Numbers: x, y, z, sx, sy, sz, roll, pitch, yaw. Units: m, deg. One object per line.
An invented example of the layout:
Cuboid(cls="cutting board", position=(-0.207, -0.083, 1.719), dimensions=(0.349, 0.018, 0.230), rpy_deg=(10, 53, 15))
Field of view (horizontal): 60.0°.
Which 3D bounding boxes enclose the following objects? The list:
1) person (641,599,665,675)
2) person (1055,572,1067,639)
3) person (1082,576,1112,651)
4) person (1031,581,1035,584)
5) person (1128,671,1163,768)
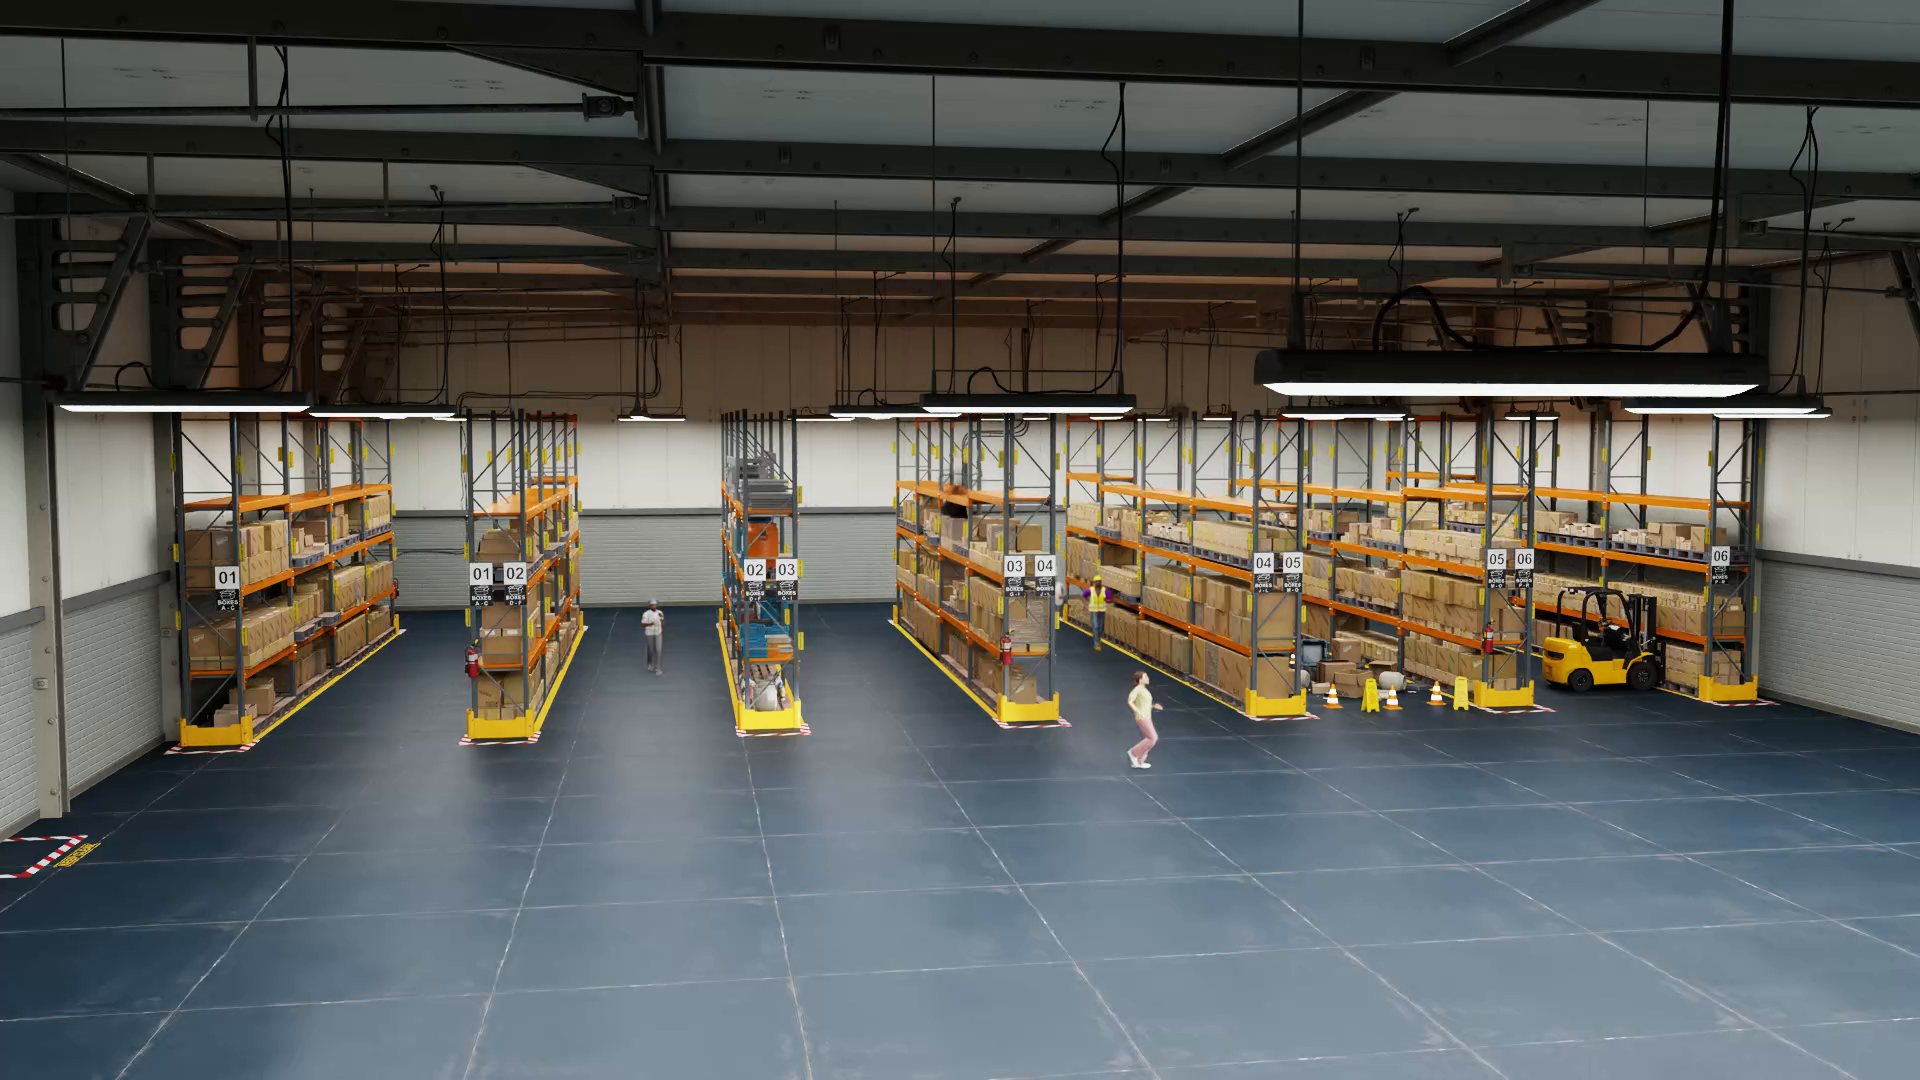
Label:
Cuboid(cls="person", position=(-7.013, 2.195, 38.096), dimensions=(0.570, 1.719, 0.850), rpy_deg=(-1, 4, -19))
Cuboid(cls="person", position=(2.546, 1.738, 44.599), dimensions=(0.653, 1.780, 0.850), rpy_deg=(0, 4, -3))
Cuboid(cls="person", position=(3.311, 1.751, 39.886), dimensions=(0.699, 1.797, 0.913), rpy_deg=(-1, 4, -8))
Cuboid(cls="person", position=(1.973, 1.548, 47.148), dimensions=(0.717, 1.799, 0.976), rpy_deg=(0, 4, -4))
Cuboid(cls="person", position=(3.069, 2.976, 27.586), dimensions=(0.541, 1.626, 0.572), rpy_deg=(1, 4, 19))
